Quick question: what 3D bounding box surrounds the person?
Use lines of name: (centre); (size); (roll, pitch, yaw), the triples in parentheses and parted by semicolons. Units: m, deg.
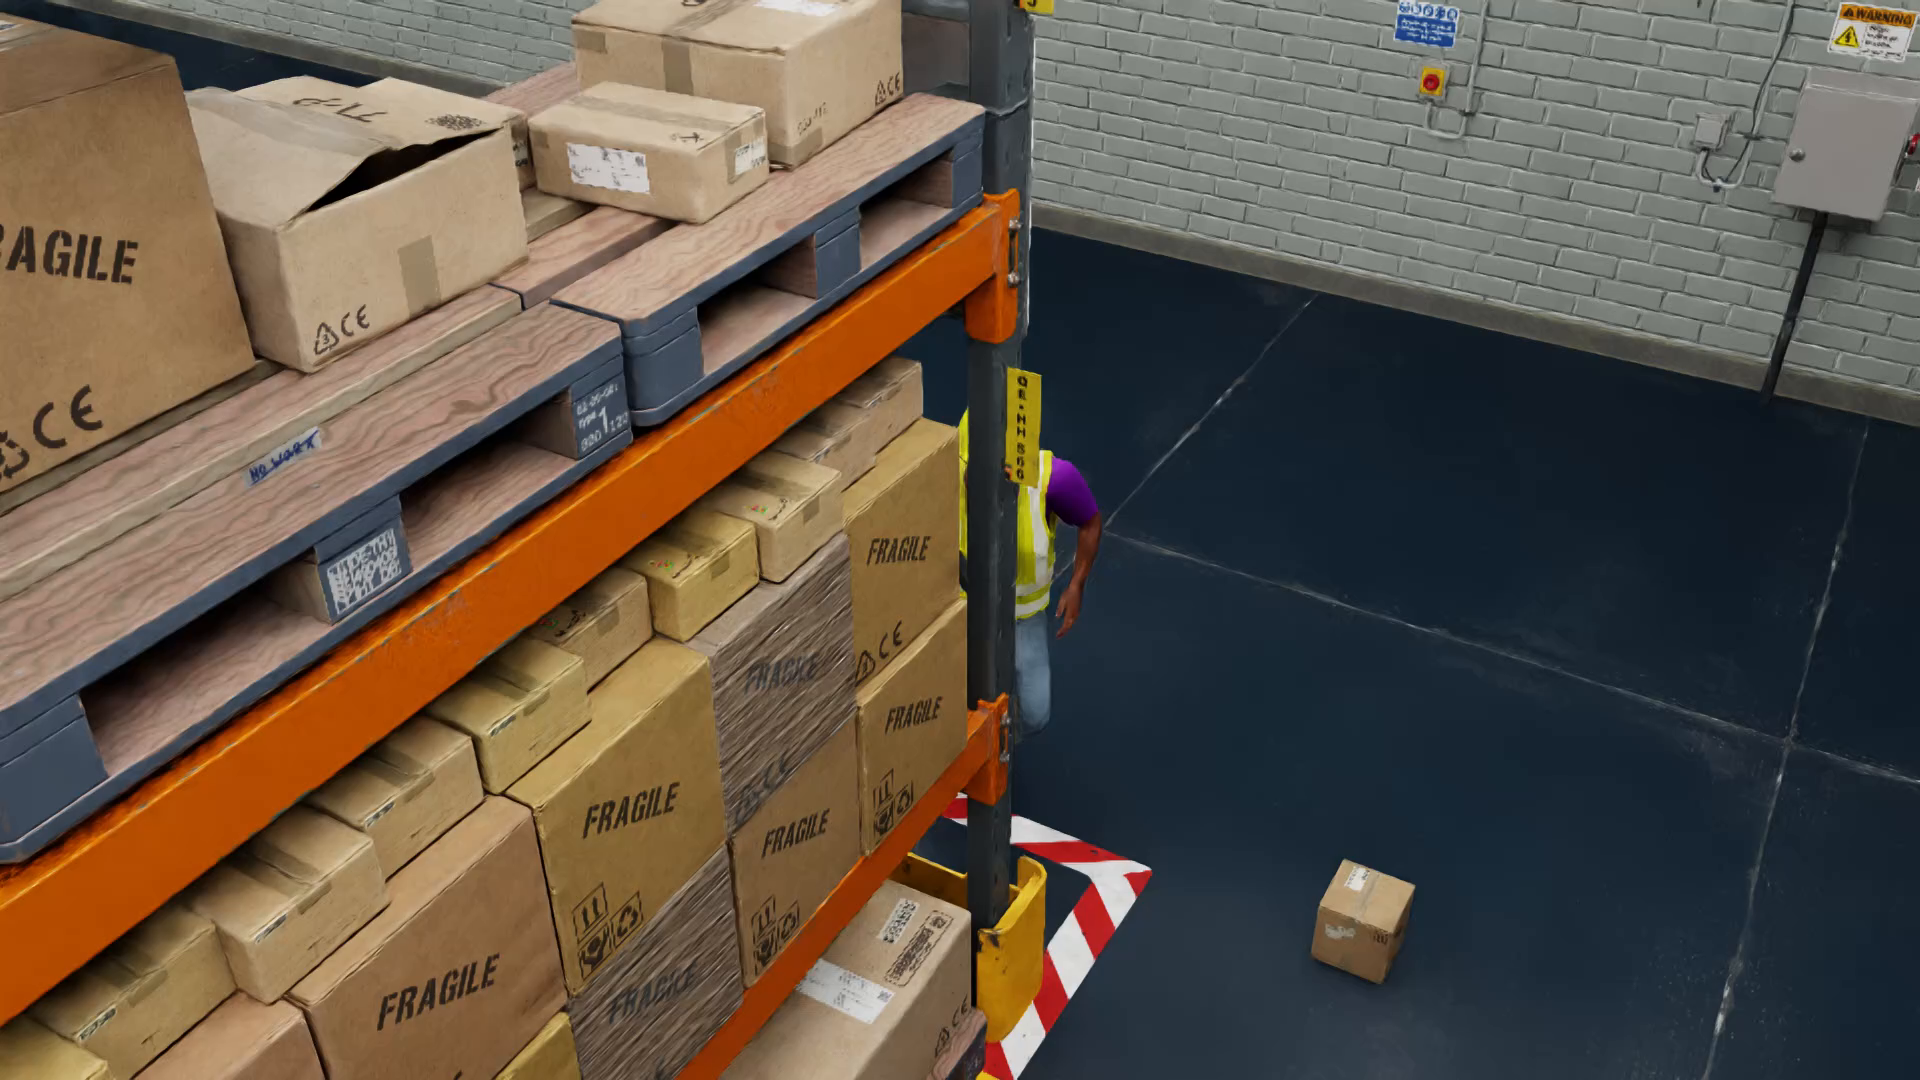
person: (0.042, 0.264, 5.849); (0.979, 1.707, 0.506); (-5, 34, -8)
